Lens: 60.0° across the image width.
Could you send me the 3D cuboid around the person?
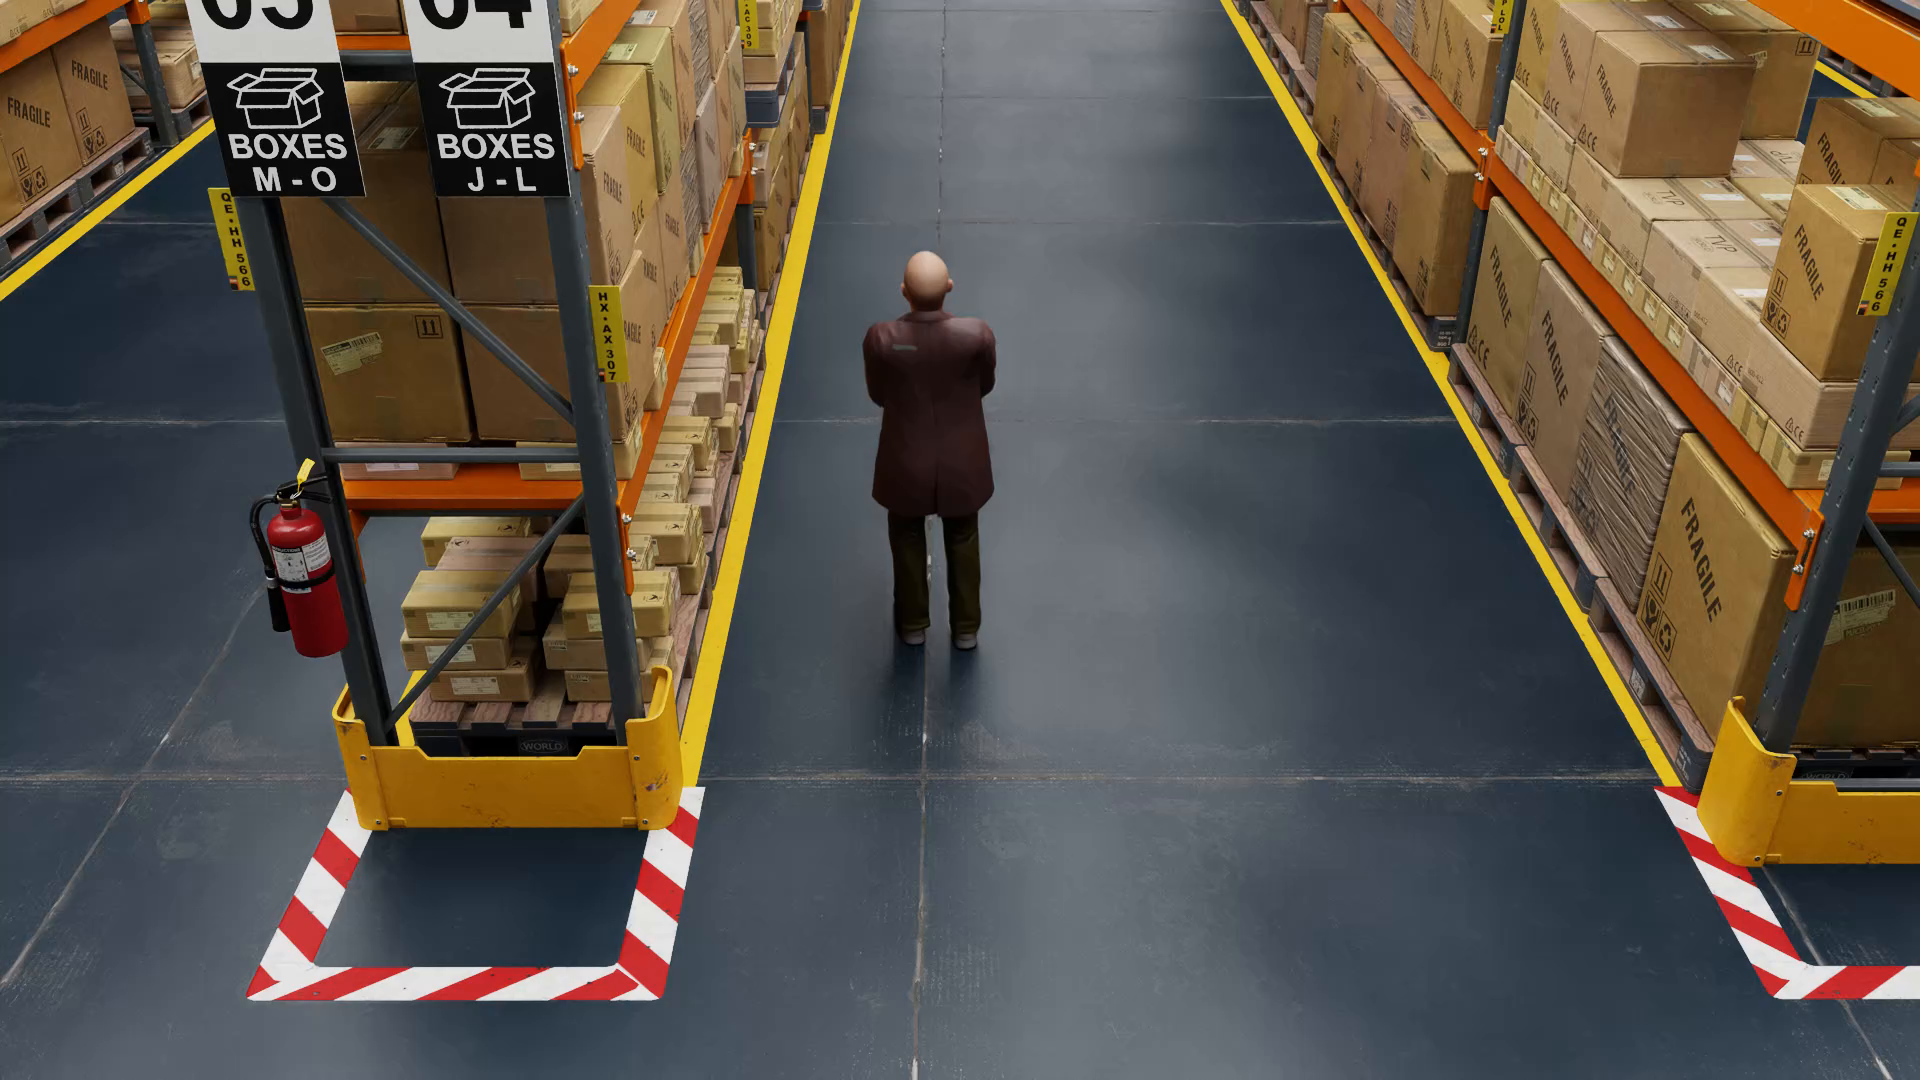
[{"bbox_3d":[-0.127,-0.399,6.812,0.530,1.771,0.553,-3,31,-5],"label":"person"}]
